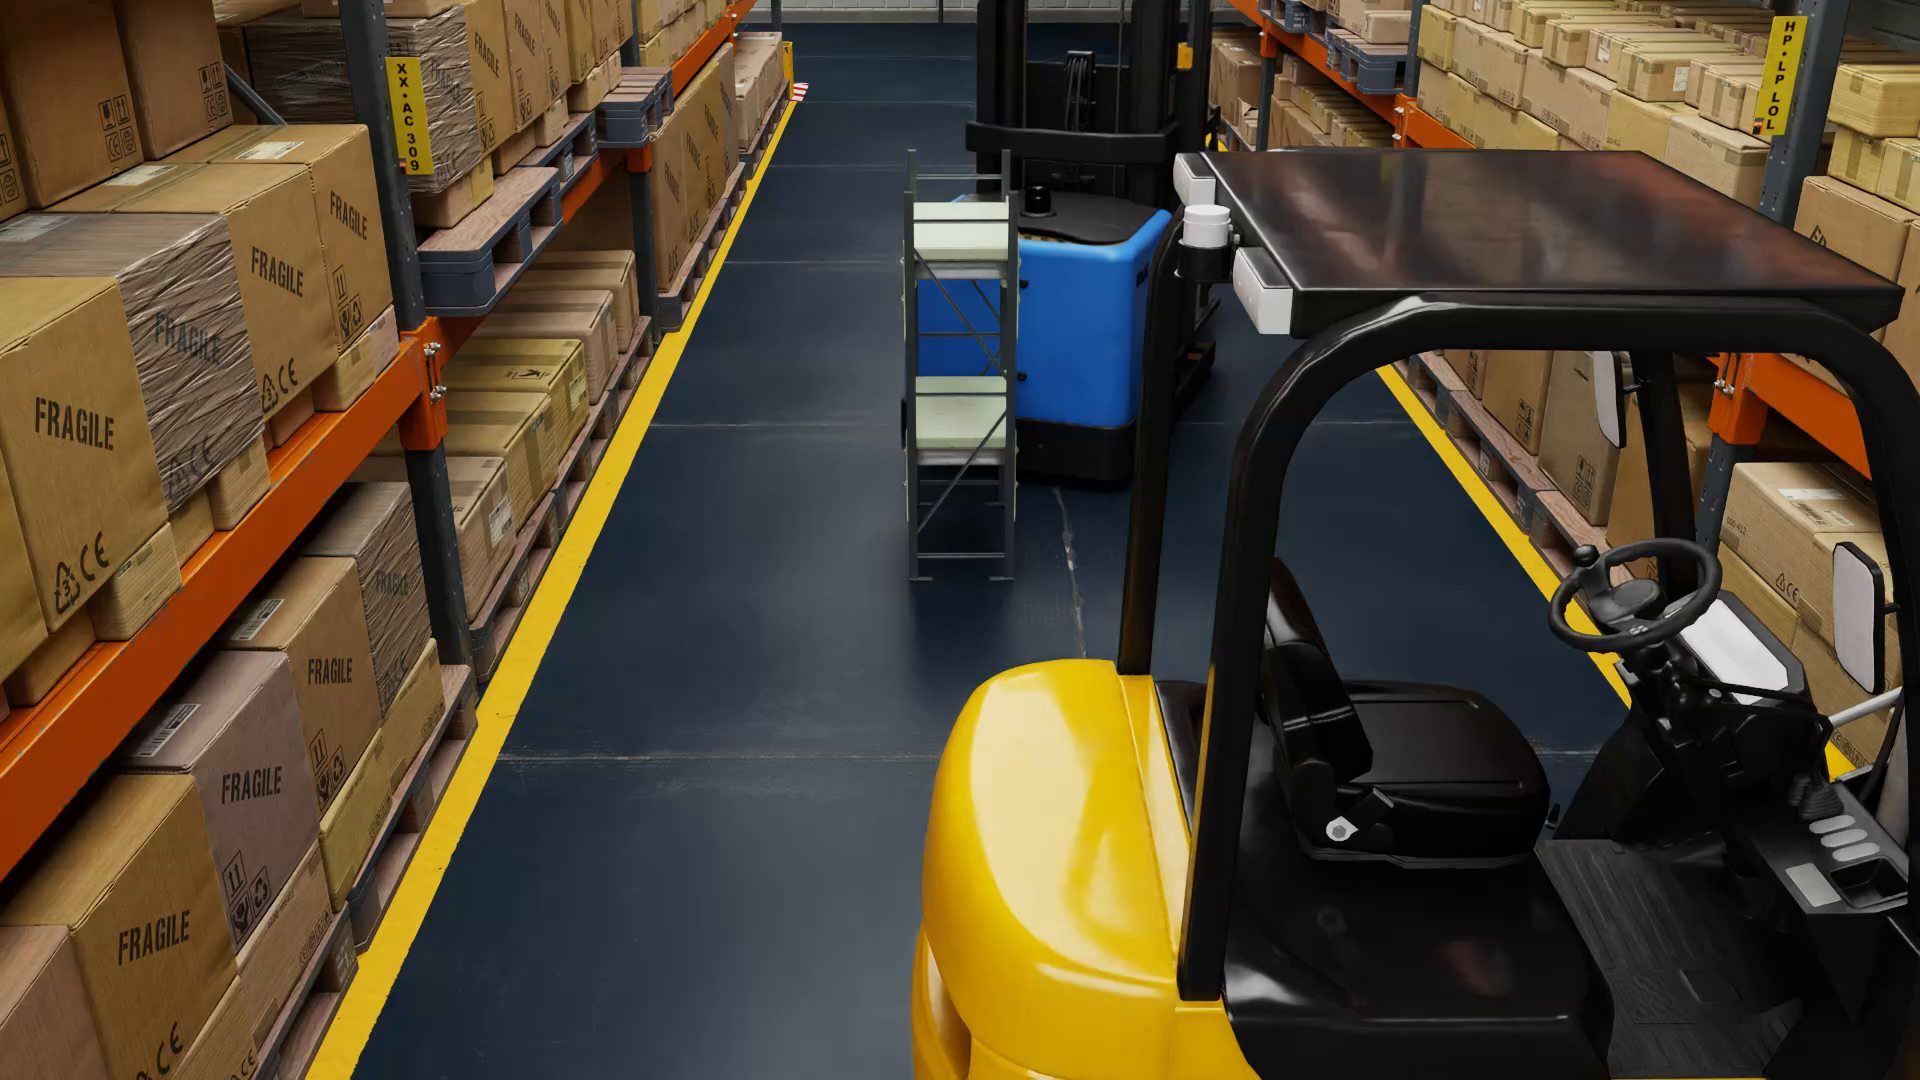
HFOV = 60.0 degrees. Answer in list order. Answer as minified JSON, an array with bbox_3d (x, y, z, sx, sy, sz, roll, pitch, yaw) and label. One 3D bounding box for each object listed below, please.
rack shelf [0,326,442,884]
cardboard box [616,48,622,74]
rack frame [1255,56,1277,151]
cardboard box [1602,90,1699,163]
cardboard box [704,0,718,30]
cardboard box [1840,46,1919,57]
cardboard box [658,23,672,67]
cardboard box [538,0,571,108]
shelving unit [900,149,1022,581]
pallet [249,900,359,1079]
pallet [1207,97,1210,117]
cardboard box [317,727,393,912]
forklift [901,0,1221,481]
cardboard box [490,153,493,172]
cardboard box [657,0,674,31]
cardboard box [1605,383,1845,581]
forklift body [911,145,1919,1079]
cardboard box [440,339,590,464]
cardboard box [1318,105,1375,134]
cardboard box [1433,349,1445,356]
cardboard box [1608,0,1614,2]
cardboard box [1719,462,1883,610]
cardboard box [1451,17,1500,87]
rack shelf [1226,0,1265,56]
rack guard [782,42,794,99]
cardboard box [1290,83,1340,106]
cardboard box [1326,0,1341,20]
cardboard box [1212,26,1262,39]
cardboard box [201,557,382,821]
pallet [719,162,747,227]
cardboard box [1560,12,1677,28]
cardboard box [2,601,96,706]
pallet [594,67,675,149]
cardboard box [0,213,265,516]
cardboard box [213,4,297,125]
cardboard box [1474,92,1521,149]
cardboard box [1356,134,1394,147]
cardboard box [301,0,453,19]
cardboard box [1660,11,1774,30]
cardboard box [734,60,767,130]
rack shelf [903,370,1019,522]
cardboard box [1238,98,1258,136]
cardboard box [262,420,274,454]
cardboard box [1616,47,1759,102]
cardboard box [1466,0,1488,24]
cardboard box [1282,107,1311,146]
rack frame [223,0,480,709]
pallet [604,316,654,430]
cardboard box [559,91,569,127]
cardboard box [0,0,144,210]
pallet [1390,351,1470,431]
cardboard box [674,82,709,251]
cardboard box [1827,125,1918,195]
[{"bbox_3d":[-2.083,0.352,3.204,1.077,0.370,4.000,0,24,-1],"label":"rack shelf"},{"bbox_3d":[-1.834,-2.280,7.947,0.380,0.149,0.250,0,24,0],"label":"cardboard box"},{"bbox_3d":[2.771,-4.120,12.219,1.000,3.000,0.127,0,24,-1],"label":"rack frame"},{"bbox_3d":[2.585,-1.396,5.772,0.500,0.250,0.500,-1,24,-2],"label":"cardboard box"},{"bbox_3d":[-1.931,-3.634,11.327,0.500,0.250,0.500,-1,24,-1],"label":"cardboard box"},{"bbox_3d":[3.093,-1.629,5.804,0.380,0.149,0.250,0,24,-1],"label":"cardboard box"},{"bbox_3d":[-1.926,-2.794,9.469,0.500,0.250,0.500,-1,24,-2],"label":"cardboard box"},{"bbox_3d":[-1.837,-1.988,6.514,0.500,0.500,0.500,-1,24,-3],"label":"cardboard box"},{"bbox_3d":[0.000,-0.681,6.435,0.431,1.500,0.755,0,24,-1],"label":"shelving unit"},{"bbox_3d":[-2.046,1.252,3.726,1.003,0.211,1.213,0,24,-1],"label":"pallet"},{"bbox_3d":[2.738,-4.138,15.643,1.003,0.211,1.213,0,24,-1],"label":"pallet"},{"bbox_3d":[-1.814,0.724,4.337,0.500,0.250,0.500,-1,24,-2],"label":"cardboard box"},{"bbox_3d":[0.697,-2.172,7.996,1.130,2.935,3.031,8,26,17],"label":"forklift"},{"bbox_3d":[-1.869,-1.325,5.835,0.380,0.149,0.250,1,24,3],"label":"cardboard box"},{"bbox_3d":[-1.912,-3.030,9.385,0.500,0.250,0.500,0,24,1],"label":"cardboard box"},{"bbox_3d":[2.841,-0.148,5.808,0.875,0.625,0.625,1,24,2],"label":"cardboard box"},{"bbox_3d":[1.057,0.438,3.170,2.313,2.155,1.214,0,24,-1],"label":"forklift body"},{"bbox_3d":[-2.134,-0.592,7.099,0.950,0.372,0.625,1,24,1],"label":"cardboard box"},{"bbox_3d":[2.586,-2.781,10.995,0.380,0.149,0.250,1,24,1],"label":"cardboard box"},{"bbox_3d":[2.808,-1.324,8.409,0.875,0.625,0.625,1,24,1],"label":"cardboard box"},{"bbox_3d":[3.077,-2.465,7.652,0.380,0.149,0.250,0,24,-1],"label":"cardboard box"},{"bbox_3d":[2.550,-0.017,4.761,0.500,0.250,0.500,-1,24,-1],"label":"cardboard box"},{"bbox_3d":[2.580,-2.241,7.640,0.500,0.250,0.500,0,24,1],"label":"cardboard box"},{"bbox_3d":[2.749,-4.616,14.190,1.077,0.370,4.000,0,24,-1],"label":"rack shelf"},{"bbox_3d":[-2.236,-4.615,16.348,1.175,0.500,0.348,0,24,-1],"label":"rack guard"},{"bbox_3d":[2.589,-3.205,11.933,0.380,0.149,0.250,-1,24,-2],"label":"cardboard box"},{"bbox_3d":[2.612,-3.382,9.952,0.797,0.503,0.637,-1,24,-2],"label":"cardboard box"},{"bbox_3d":[2.639,-4.570,15.733,0.797,0.503,0.637,-1,24,-3],"label":"cardboard box"},{"bbox_3d":[-1.823,0.373,4.203,0.500,0.500,0.500,0,24,0],"label":"cardboard box"},{"bbox_3d":[-2.108,-2.508,12.039,1.003,0.211,1.213,0,24,-1],"label":"pallet"},{"bbox_3d":[2.648,-2.041,6.715,0.380,0.149,0.250,0,24,-1],"label":"cardboard box"},{"bbox_3d":[-1.826,0.180,3.017,0.380,0.149,0.250,-1,24,-2],"label":"cardboard box"},{"bbox_3d":[-2.034,-2.067,7.913,1.213,0.211,1.003,0,24,-1],"label":"pallet"},{"bbox_3d":[-1.829,-0.373,3.452,0.500,0.500,0.500,0,24,1],"label":"cardboard box"},{"bbox_3d":[-2.339,-1.361,5.128,0.500,0.500,0.500,-1,24,-2],"label":"cardboard box"},{"bbox_3d":[2.588,-1.800,7.271,0.500,0.250,0.500,-1,24,-2],"label":"cardboard box"},{"bbox_3d":[2.606,-2.352,10.047,0.380,0.149,0.250,0,24,1],"label":"cardboard box"},{"bbox_3d":[-1.756,-1.663,5.008,0.380,0.149,0.250,0,24,-1],"label":"cardboard box"},{"bbox_3d":[3.057,-2.047,6.728,0.380,0.149,0.250,0,24,1],"label":"cardboard box"},{"bbox_3d":[-2.102,-3.748,13.997,0.875,0.438,0.875,-1,24,-2],"label":"cardboard box"},{"bbox_3d":[0.000,-0.384,6.569,0.431,0.370,0.720,0,24,-1],"label":"rack shelf"},{"bbox_3d":[2.467,-3.441,13.526,0.396,0.266,0.258,1,24,1],"label":"cardboard box"},{"bbox_3d":[-1.873,-0.241,3.947,0.380,0.149,0.250,-1,24,-1],"label":"cardboard box"},{"bbox_3d":[2.526,-1.619,5.782,0.380,0.149,0.250,-1,24,-2],"label":"cardboard box"},{"bbox_3d":[2.556,-2.464,7.650,0.380,0.149,0.250,0,24,1],"label":"cardboard box"},{"bbox_3d":[2.567,-2.753,11.720,0.500,0.500,0.500,-1,24,-1],"label":"cardboard box"},{"bbox_3d":[-2.105,-0.799,4.878,1.000,3.000,0.127,0,24,-1],"label":"rack frame"},{"bbox_3d":[-2.142,-0.855,8.385,1.003,0.211,1.213,0,24,-1],"label":"pallet"},{"bbox_3d":[-1.814,-1.752,6.780,0.380,0.149,0.250,-1,24,-2],"label":"cardboard box"},{"bbox_3d":[-2.333,-1.043,3.721,0.700,0.500,0.500,0,24,0],"label":"cardboard box"},{"bbox_3d":[2.785,-0.862,8.399,1.003,0.211,1.213,0,24,-1],"label":"pallet"},{"bbox_3d":[-2.079,-2.324,10.316,0.875,0.875,0.875,0,24,0],"label":"cardboard box"},{"bbox_3d":[2.599,-1.032,4.483,0.380,0.149,0.250,-1,24,-1],"label":"cardboard box"}]
